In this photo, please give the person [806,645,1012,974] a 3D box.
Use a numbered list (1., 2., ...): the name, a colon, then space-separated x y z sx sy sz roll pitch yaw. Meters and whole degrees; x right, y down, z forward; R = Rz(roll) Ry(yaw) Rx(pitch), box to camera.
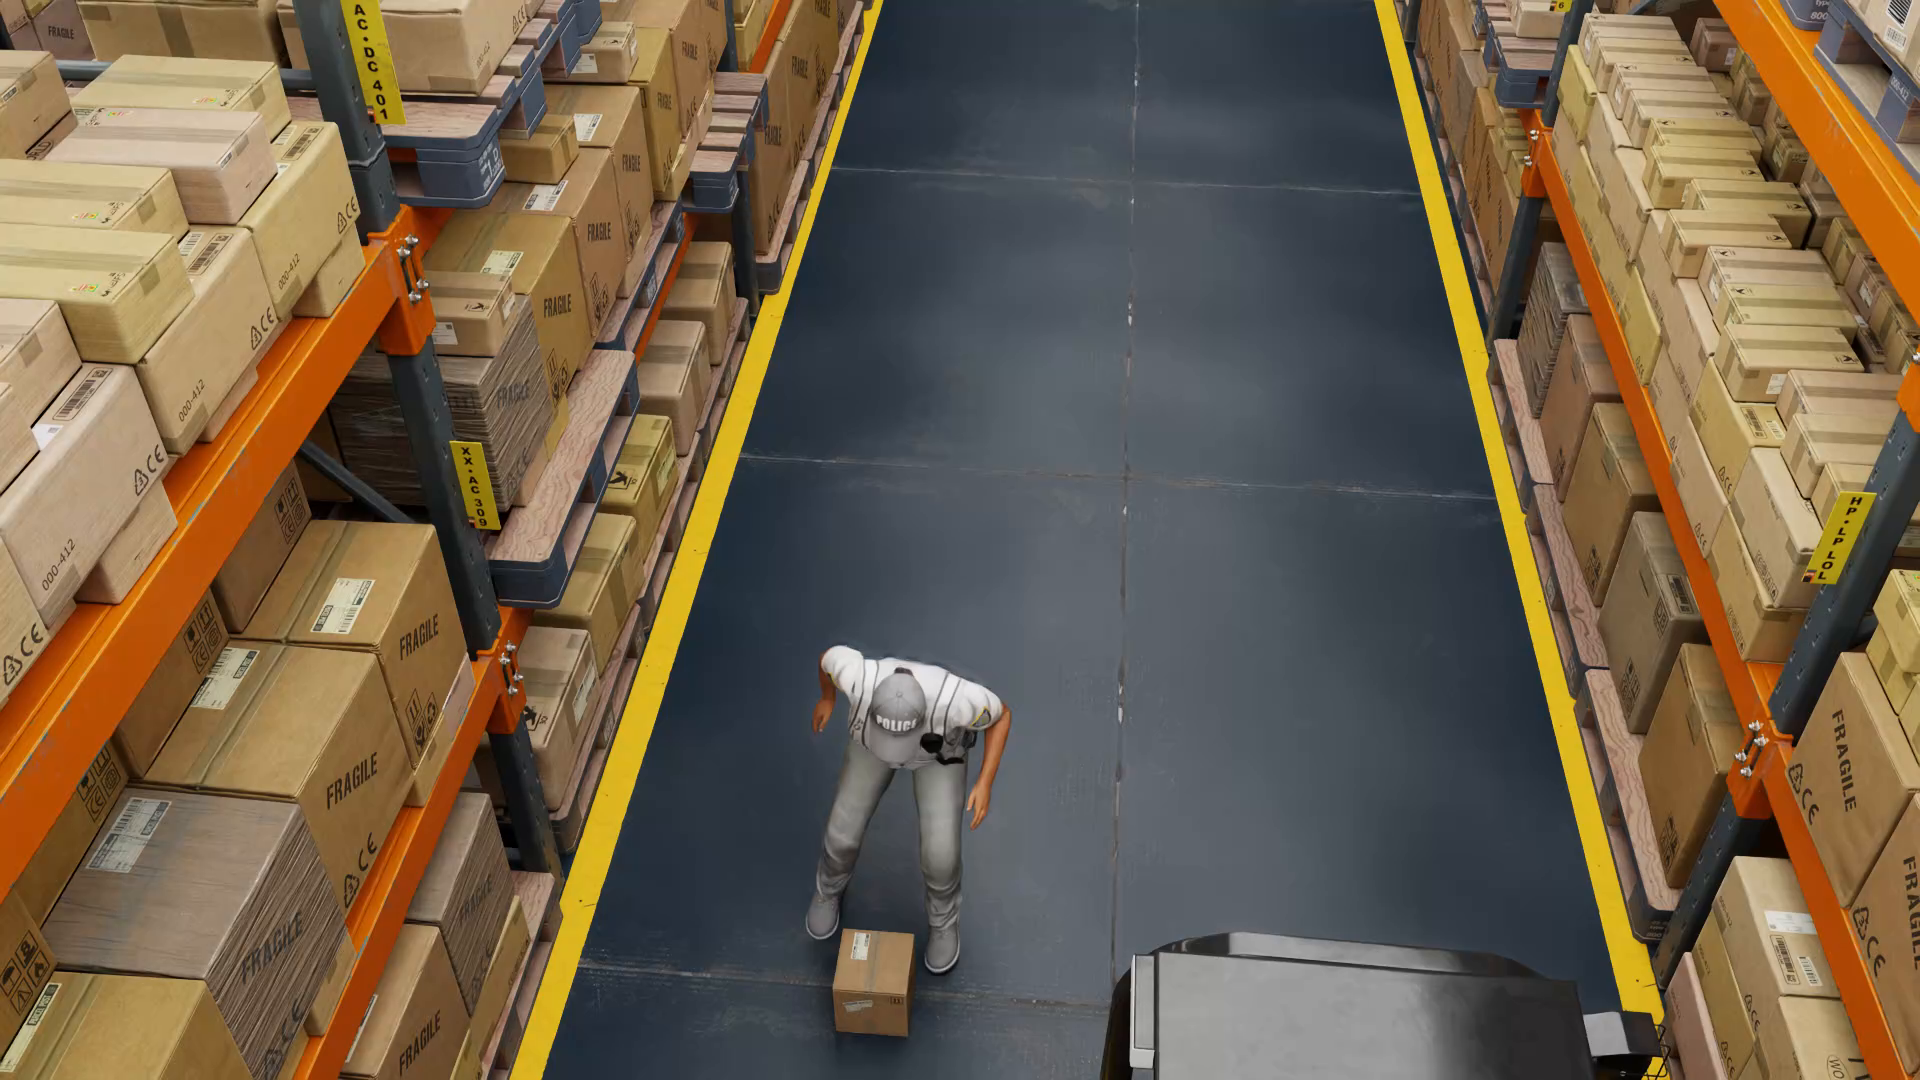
1. person: -0.193 0.817 5.711 0.716 1.382 0.759 5 41 6
